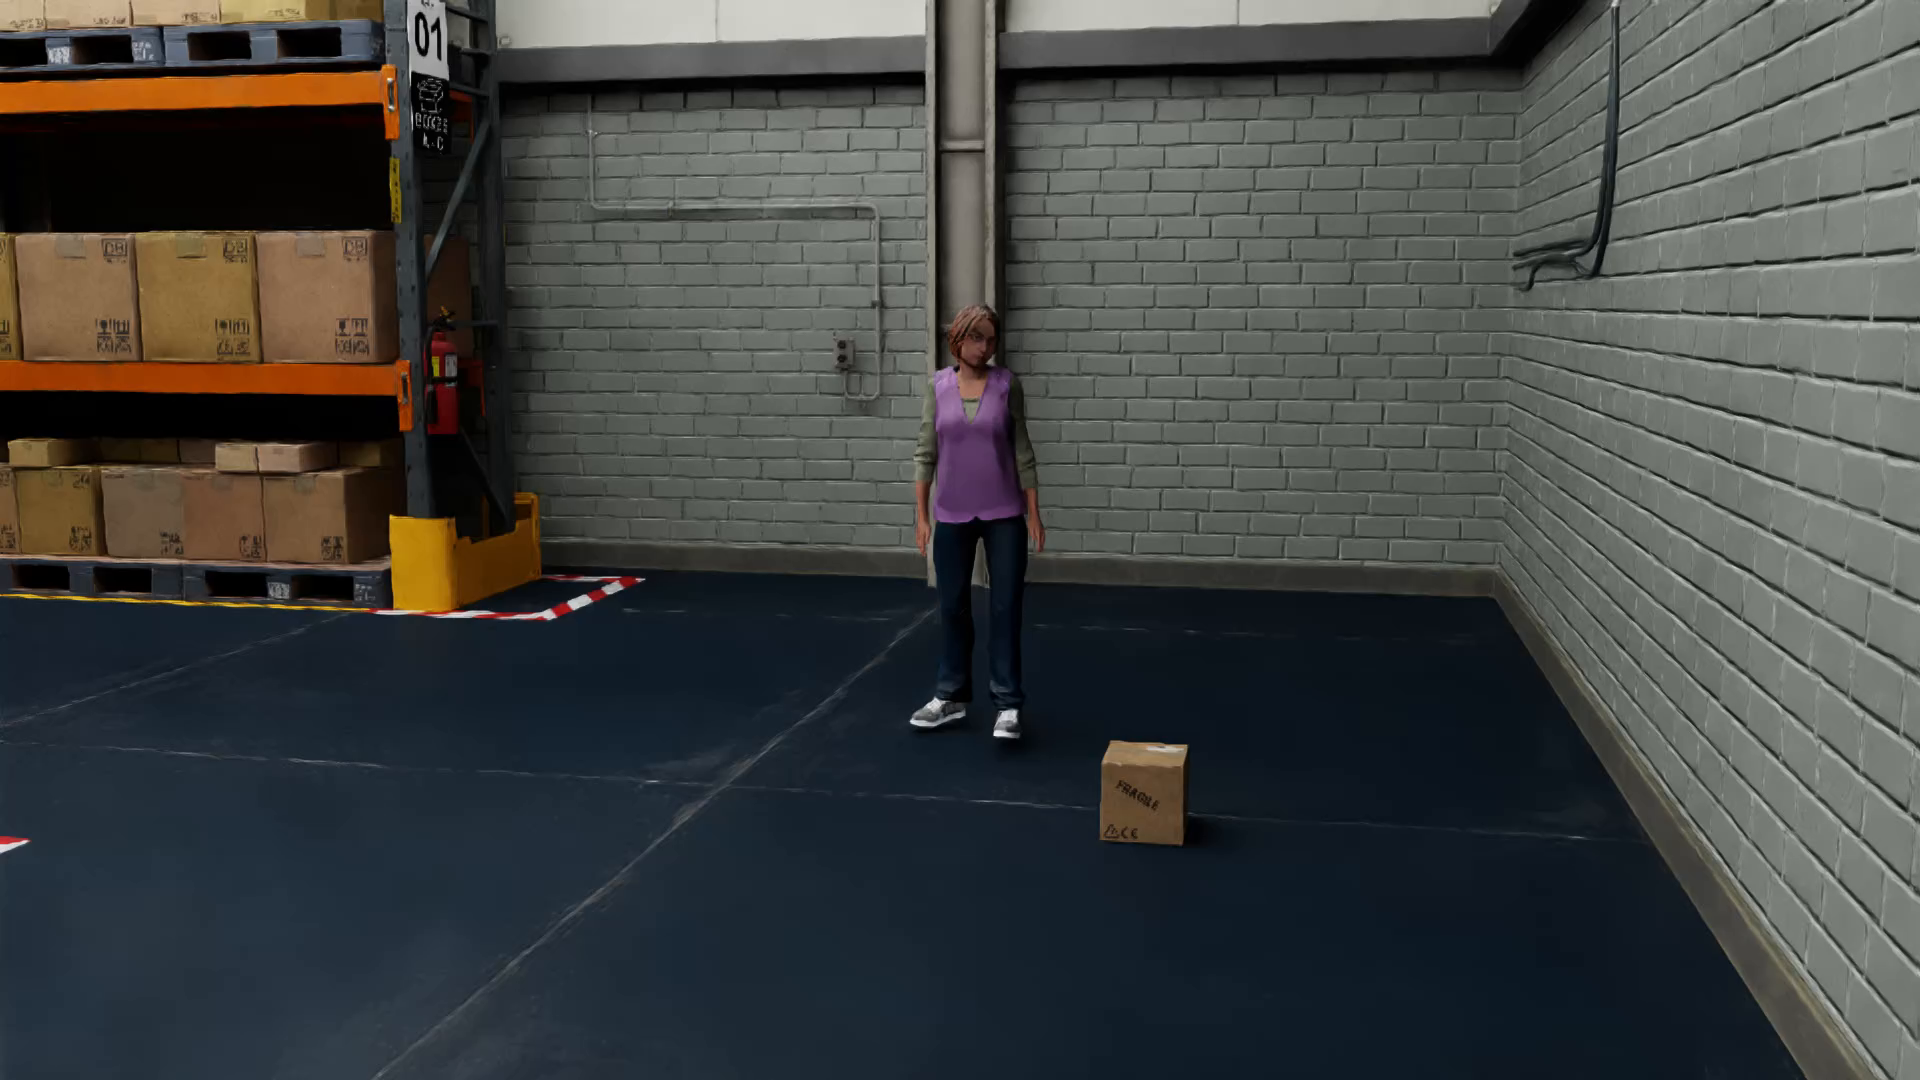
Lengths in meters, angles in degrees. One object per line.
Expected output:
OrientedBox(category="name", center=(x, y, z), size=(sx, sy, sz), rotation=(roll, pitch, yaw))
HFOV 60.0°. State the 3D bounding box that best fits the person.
OrientedBox(category="person", center=(0.058, -0.061, 6.156), size=(0.511, 1.583, 0.456), rotation=(1, 8, 8))
